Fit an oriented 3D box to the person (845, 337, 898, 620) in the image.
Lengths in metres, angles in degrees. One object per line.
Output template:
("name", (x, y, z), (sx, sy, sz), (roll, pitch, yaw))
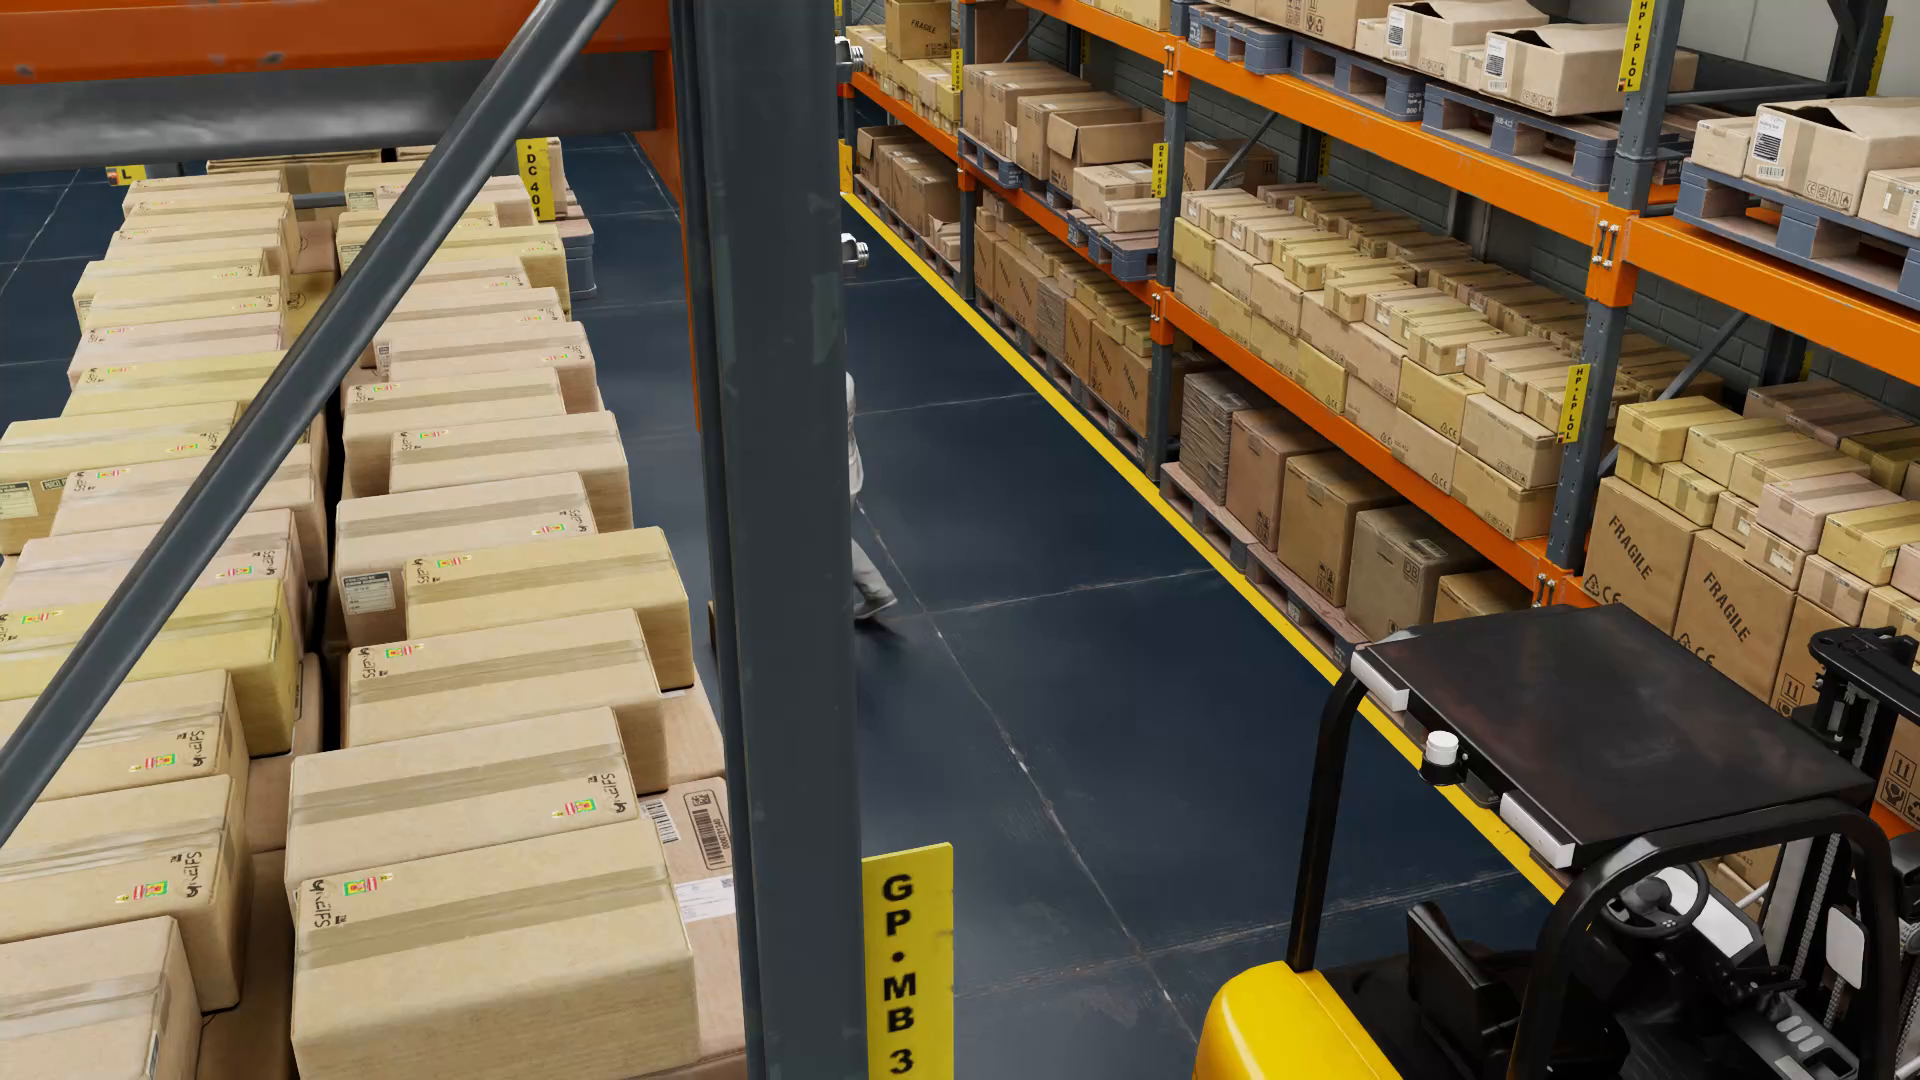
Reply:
("person", (-0.666, -0.281, 8.645), (0.657, 1.747, 0.554), (1, 26, 2))
